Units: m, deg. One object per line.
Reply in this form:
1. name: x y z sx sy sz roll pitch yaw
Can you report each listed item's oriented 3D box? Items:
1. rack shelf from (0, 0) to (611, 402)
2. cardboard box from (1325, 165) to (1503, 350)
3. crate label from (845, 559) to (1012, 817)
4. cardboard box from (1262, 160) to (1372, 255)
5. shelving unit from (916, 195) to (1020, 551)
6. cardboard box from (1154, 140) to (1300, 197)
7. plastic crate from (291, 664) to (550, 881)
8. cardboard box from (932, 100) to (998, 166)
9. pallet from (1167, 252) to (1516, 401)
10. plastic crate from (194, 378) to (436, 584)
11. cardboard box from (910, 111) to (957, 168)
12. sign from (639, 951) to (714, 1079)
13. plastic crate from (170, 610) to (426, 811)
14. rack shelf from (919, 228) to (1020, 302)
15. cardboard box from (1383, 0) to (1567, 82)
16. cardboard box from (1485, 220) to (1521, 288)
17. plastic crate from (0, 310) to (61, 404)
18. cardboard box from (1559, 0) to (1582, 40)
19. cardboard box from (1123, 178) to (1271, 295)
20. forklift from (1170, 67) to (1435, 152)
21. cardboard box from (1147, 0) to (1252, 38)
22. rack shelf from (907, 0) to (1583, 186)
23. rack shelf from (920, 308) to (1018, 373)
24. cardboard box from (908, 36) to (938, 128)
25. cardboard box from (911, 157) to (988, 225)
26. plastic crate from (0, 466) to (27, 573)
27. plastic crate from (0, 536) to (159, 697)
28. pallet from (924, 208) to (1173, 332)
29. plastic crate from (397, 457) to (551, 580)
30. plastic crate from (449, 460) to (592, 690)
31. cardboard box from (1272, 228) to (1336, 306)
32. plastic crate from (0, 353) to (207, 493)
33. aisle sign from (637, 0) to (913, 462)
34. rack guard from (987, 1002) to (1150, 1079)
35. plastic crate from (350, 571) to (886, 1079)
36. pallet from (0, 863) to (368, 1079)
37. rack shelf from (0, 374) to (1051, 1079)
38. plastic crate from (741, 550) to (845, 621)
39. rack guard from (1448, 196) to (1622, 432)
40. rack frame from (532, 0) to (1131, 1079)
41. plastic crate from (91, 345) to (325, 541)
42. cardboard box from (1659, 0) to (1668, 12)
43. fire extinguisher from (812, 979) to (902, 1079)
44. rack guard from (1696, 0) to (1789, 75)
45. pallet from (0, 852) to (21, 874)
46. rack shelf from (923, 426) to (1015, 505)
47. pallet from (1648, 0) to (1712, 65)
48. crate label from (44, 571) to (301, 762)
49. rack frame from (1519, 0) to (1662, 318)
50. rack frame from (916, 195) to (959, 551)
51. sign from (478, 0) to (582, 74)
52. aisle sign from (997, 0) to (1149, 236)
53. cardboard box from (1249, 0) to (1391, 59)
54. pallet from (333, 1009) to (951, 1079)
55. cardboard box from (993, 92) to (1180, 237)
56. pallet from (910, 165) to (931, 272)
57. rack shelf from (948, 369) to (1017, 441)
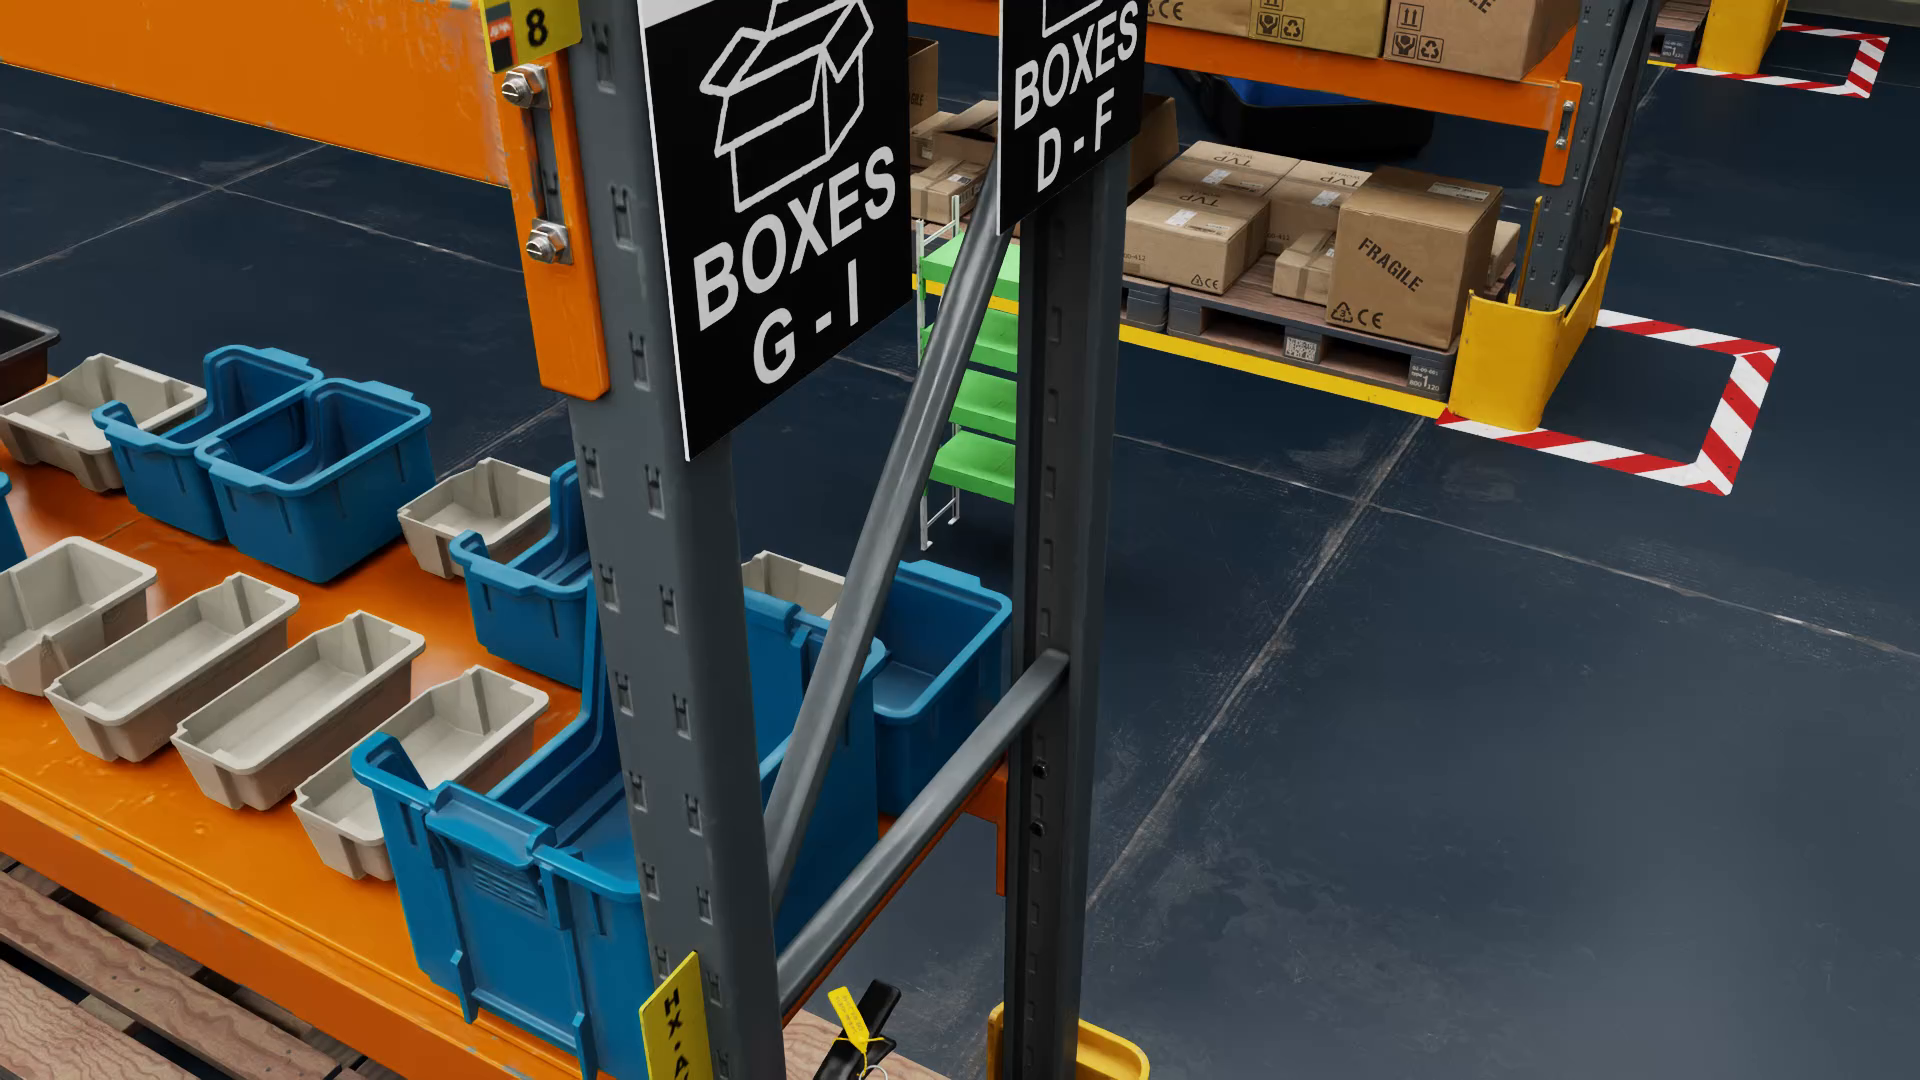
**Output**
1. rack shelf: -1.804 -1.072 2.597 4.000 0.370 1.077 18 37 24
2. cardboard box: 1.799 -1.130 6.598 0.500 0.500 0.500 18 37 24
3. crate label: -0.119 0.245 2.772 0.303 0.233 0.416 18 37 24
4. cardboard box: 1.628 -1.418 7.257 0.500 0.250 0.500 18 37 24
5. shelving unit: 0.144 -0.454 5.349 0.503 1.200 0.258 18 37 24
6. cardboard box: 1.194 -1.556 7.464 0.500 0.250 0.500 18 37 24
7. plastic crate: -0.866 0.374 2.665 0.243 0.136 0.396 18 37 24
8. cardboard box: 0.207 -1.893 7.916 0.500 0.311 0.500 18 37 24
9. pallet: 1.635 -1.035 7.114 1.213 0.211 1.003 18 37 24
10. plastic crate: -1.262 -0.117 3.316 0.300 0.233 0.416 18 37 24
11. cardboard box: -0.089 -1.958 8.159 0.250 0.149 0.380 18 37 24
12. sign: -0.327 0.628 1.953 0.005 0.325 0.100 18 37 24
13. plastic crate: -1.110 0.288 2.795 0.243 0.136 0.396 18 37 24
14. rack shelf: 0.144 -0.800 5.118 0.480 0.148 0.258 18 37 24
15. cardboard box: 1.869 -1.990 5.941 0.500 0.500 0.500 19 38 26
16. cardboard box: 2.200 -1.233 7.070 0.250 0.149 0.380 18 37 24
17. plastic crate: -2.436 -0.405 3.846 0.590 0.125 0.437 18 37 24
18. cardboard box: 2.139 -2.246 6.327 0.500 0.500 0.500 18 38 25
19. cardboard box: 0.989 -1.301 7.082 0.500 0.250 0.500 18 37 24
20. forklift: 1.808 -4.036 9.167 1.130 2.935 3.031 -4 34 -5
21. cardboard box: 0.987 -2.270 6.363 0.500 0.500 0.500 18 38 25
22. rack shelf: 0.657 -2.206 7.006 4.000 0.370 1.077 18 37 24
23. rack shelf: 0.144 -0.600 5.251 0.480 0.148 0.258 18 37 24
24. cardboard box: -0.444 -2.178 8.173 0.500 0.500 0.500 18 37 24
25. cardboard box: -0.067 -1.607 7.616 0.250 0.166 0.380 18 37 24
26. plastic crate: -1.978 0.030 3.095 0.300 0.233 0.416 18 37 24
27. plastic crate: -1.630 0.150 3.002 0.250 0.136 0.298 18 37 24
28. pallet: 0.579 -1.371 7.618 1.213 0.211 1.003 18 37 24
29. plastic crate: -0.945 -0.029 3.272 0.298 0.136 0.250 18 37 24
30. plastic crate: -0.690 0.064 3.044 0.300 0.233 0.416 18 37 24
31. cardboard box: 1.492 -1.145 6.923 0.250 0.166 0.380 18 37 24
32. plastic crate: -1.880 -0.254 3.609 0.466 0.136 0.293 18 37 24
33. aisle sign: -0.151 -0.494 1.441 0.004 0.787 0.394 18 37 24
34. rack guard: -0.040 1.468 3.095 0.348 0.500 1.175 18 37 24
35. plastic crate: -0.451 0.385 2.380 0.499 0.435 0.616 18 37 24
36. pallet: -1.820 1.006 4.049 1.213 0.211 1.003 18 37 24
37. rack shelf: -1.804 0.176 3.428 4.000 0.370 1.077 18 37 24
38. plastic crate: -0.356 0.157 2.991 0.298 0.136 0.250 18 37 24
39. rack guard: 2.327 -0.936 6.705 0.348 0.500 1.175 18 37 24
40. rack frame: -0.069 0.428 2.400 0.053 2.616 0.949 18 37 24
41. plastic crate: -1.523 -0.199 3.440 0.300 0.233 0.416 18 37 24
42. cardboard box: 4.191 -3.619 10.355 0.500 0.500 0.700 18 37 24
43. fire extinguisher: -0.162 0.874 2.137 0.183 0.674 0.296 18 37 24
44. rack guard: 4.869 -3.294 10.245 0.348 0.500 1.175 18 37 24
45. pallet: -2.883 0.671 4.552 1.213 0.211 1.003 18 37 24
46. rack shelf: 0.144 -0.201 5.518 0.480 0.148 0.258 18 37 24
47. pallet: 4.115 -3.362 10.609 1.213 0.211 1.003 18 37 24
48. crate label: -1.364 0.223 2.893 0.243 0.136 0.396 18 37 24
49. rack frame: 2.393 -1.956 5.981 0.127 3.000 1.000 18 37 24
50. rack frame: -0.068 -0.521 5.450 0.015 1.200 0.240 18 37 24
51. sign: -0.327 -0.509 1.196 0.005 0.325 0.100 18 37 24
52. aisle sign: 0.142 -0.778 1.867 0.004 0.787 0.394 18 37 24
53. cardboard box: 1.417 -2.131 6.153 0.500 0.500 0.500 18 38 25
54. pallet: -0.765 1.342 3.544 1.213 0.211 1.003 18 37 24
55. cardboard box: 0.554 -1.686 7.431 0.637 0.503 0.797 18 37 24
56. pallet: -0.484 -1.706 8.121 1.213 0.211 1.003 18 37 24
57. rack shelf: 0.144 -0.401 5.384 0.480 0.148 0.258 18 37 24
